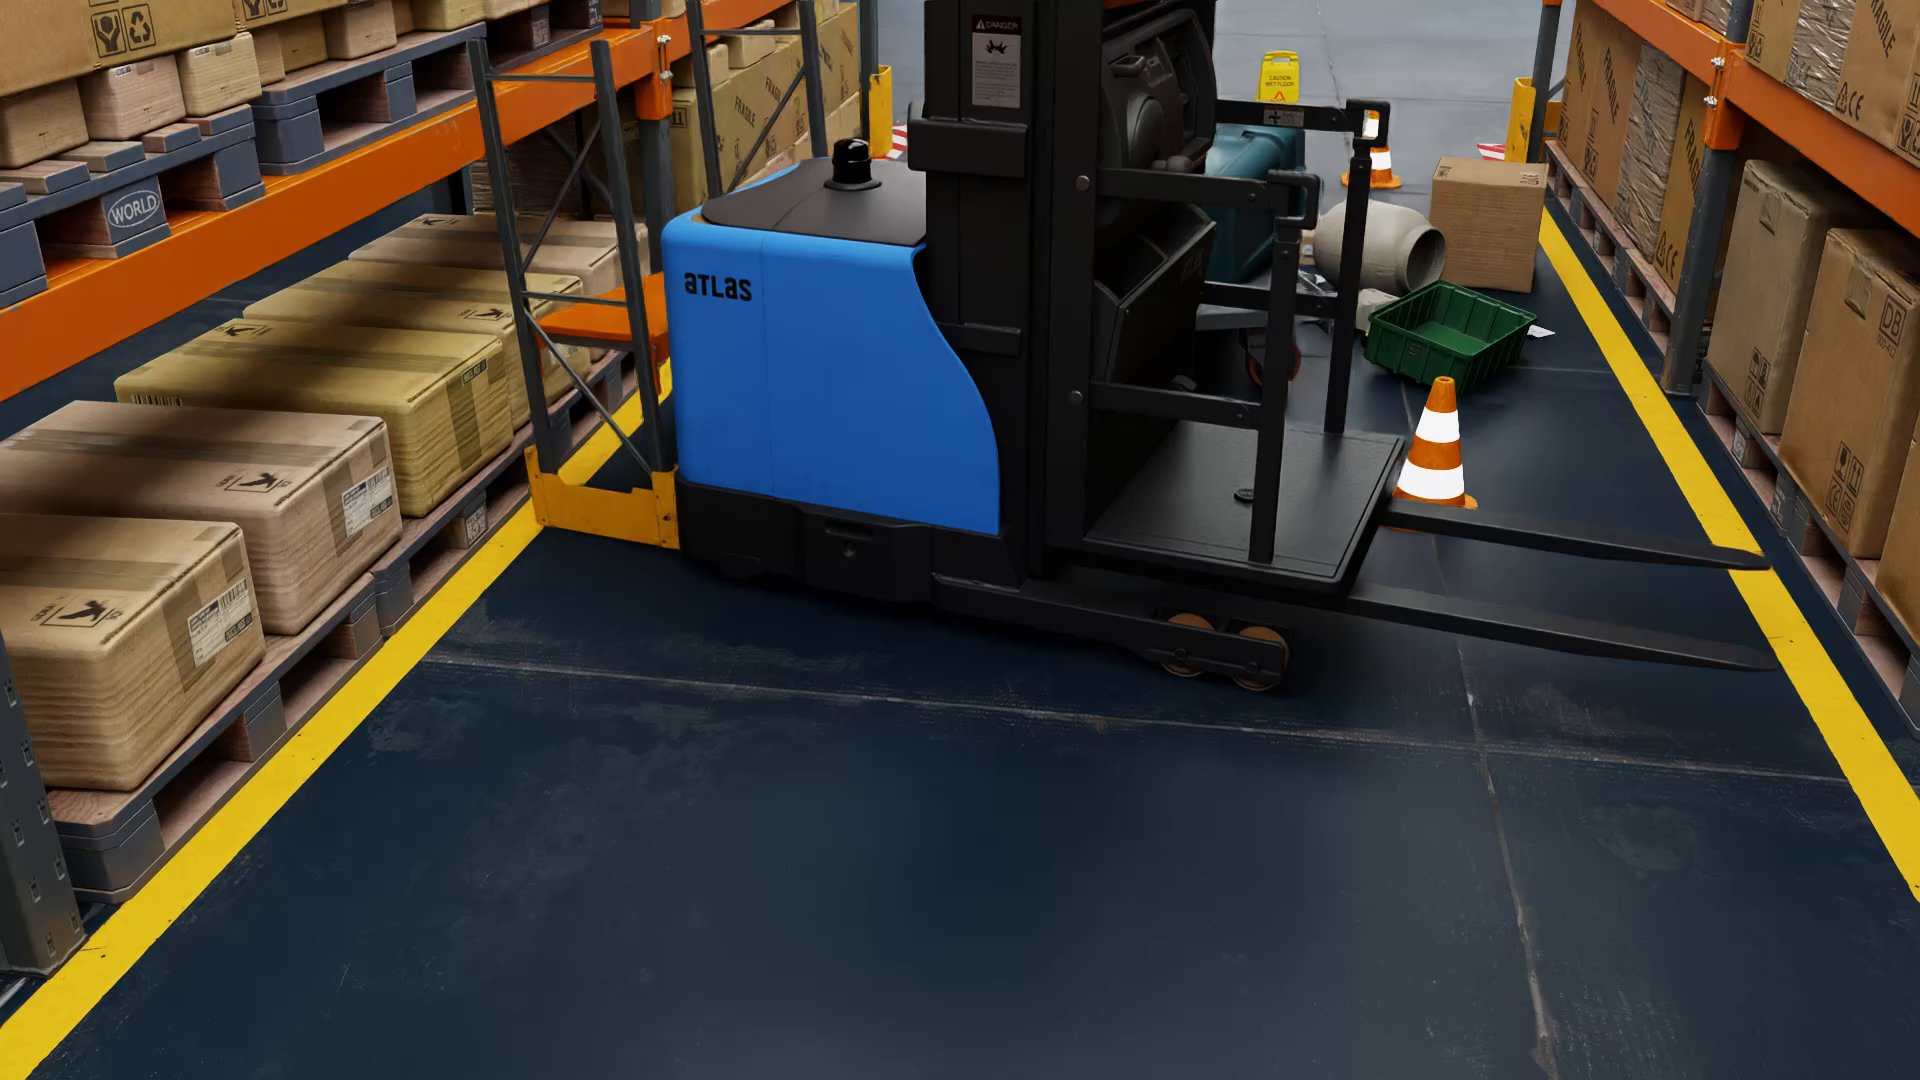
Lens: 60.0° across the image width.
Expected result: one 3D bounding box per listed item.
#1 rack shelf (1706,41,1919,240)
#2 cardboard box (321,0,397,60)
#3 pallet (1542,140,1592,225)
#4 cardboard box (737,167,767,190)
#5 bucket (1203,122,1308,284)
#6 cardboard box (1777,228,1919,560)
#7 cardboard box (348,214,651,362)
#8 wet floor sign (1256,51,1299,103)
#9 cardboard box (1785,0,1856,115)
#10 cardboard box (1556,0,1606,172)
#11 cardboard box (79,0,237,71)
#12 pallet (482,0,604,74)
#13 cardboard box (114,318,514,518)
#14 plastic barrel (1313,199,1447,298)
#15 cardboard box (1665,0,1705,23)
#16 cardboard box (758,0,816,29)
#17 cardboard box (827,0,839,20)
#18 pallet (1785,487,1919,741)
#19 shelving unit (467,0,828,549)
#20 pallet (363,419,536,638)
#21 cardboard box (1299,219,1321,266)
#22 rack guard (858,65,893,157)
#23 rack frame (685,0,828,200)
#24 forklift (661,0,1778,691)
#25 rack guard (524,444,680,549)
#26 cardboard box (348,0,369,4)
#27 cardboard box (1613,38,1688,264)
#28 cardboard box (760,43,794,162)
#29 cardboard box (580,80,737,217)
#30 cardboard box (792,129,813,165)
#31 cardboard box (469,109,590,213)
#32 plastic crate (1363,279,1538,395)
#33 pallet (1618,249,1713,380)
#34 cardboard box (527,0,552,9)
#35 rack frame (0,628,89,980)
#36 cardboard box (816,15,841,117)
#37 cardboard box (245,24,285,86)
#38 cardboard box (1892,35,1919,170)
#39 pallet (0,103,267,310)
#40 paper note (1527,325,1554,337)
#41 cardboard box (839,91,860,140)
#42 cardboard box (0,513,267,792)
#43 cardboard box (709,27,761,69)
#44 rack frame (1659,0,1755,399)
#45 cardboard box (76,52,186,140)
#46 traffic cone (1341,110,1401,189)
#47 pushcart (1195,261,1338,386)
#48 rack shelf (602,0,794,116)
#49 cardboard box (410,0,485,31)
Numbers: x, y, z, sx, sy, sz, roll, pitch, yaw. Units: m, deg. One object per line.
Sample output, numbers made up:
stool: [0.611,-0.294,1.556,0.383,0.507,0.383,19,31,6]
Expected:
rack shelf: [2.908,-0.742,4.146,1.077,0.370,4.000,4,25,9]
cardboard box: [-1.770,-1.404,4.512,0.380,0.149,0.250,5,26,10]
pallet: [3.835,-1.974,9.219,1.003,0.211,1.213,4,25,9]
cardboard box: [-1.226,-1.602,7.882,0.500,0.250,0.500,5,26,11]
bucket: [0.983,-1.327,6.615,0.726,0.611,0.620,13,38,26]
cardboard box: [3.061,-0.407,4.739,1.050,0.750,0.750,4,25,9]
cardboard box: [-1.748,-0.986,6.421,0.950,0.372,0.625,4,25,9]
wet floor sign: [1.940,-2.660,10.172,0.267,0.644,0.232,0,25,-1]
cardboard box: [2.802,-1.537,4.878,0.500,0.500,0.500,4,25,9]
cardboard box: [3.843,-2.517,9.100,0.875,0.875,0.875,4,25,9]
cardboard box: [-1.939,-1.293,3.510,0.500,0.500,0.500,5,26,11]
pallet: [-1.933,-1.809,5.802,1.003,0.211,1.213,4,25,9]
cardboard box: [-1.974,-0.394,5.157,0.950,0.372,0.625,5,26,10]
plastic barrel: [1.907,-1.318,7.567,0.421,0.421,0.512,-20,32,-36]
cardboard box: [3.351,-2.359,6.574,0.875,0.550,0.550,4,25,9]
cardboard box: [-0.968,-2.730,8.642,0.380,0.149,0.250,5,26,11]
cardboard box: [-0.879,-2.945,9.102,0.380,0.149,0.250,5,26,10]
pallet: [2.986,0.198,4.577,1.003,0.211,1.213,4,25,9]
shelving unit: [-0.902,-0.899,5.357,0.587,1.500,1.083,9,26,28]
pallet: [-1.988,-0.105,5.224,1.003,0.211,1.213,4,25,9]
cardboard box: [1.699,-1.513,8.168,0.396,0.266,0.258,8,26,18]
rack guard: [-1.024,-2.714,10.459,1.175,0.500,0.348,4,25,9]
rack frame: [-0.651,-1.091,5.767,0.500,1.500,0.032,9,26,28]
forklift: [0.717,-1.184,4.323,3.031,2.935,1.130,10,27,20]
rack guard: [-1.105,-0.141,5.207,0.587,0.250,0.087,9,26,28]
cardboard box: [-1.769,-1.724,4.431,0.500,0.500,0.500,3,25,7]
cardboard box: [3.550,-1.768,7.499,0.875,0.875,0.875,4,25,9]
cardboard box: [-1.140,-2.159,8.188,0.500,0.500,0.500,5,26,11]
cardboard box: [-1.302,-1.718,7.245,0.500,0.500,0.500,5,26,11]
cardboard box: [-1.051,-2.031,8.798,0.500,0.250,0.500,3,25,7]
cardboard box: [-1.833,-1.756,7.326,0.500,0.500,0.500,4,25,8]
plastic crate: [1.971,-0.820,6.713,0.450,0.188,0.662,29,36,30]
pallet: [3.436,-0.954,7.039,1.003,0.211,1.213,4,25,9]
cardboard box: [-1.544,-1.828,5.417,0.380,0.149,0.250,4,25,8]
rack frame: [-2.319,-0.532,2.848,1.000,3.000,0.127,4,25,9]
cardboard box: [-0.967,-2.591,9.110,0.500,0.500,0.500,5,26,10]
cardboard box: [-1.885,-1.178,4.030,0.380,0.149,0.250,6,26,12]
cardboard box: [2.634,-1.116,3.978,0.500,0.500,0.500,4,25,9]
pallet: [-2.307,-0.751,3.542,1.213,0.211,1.003,4,25,9]
paper note: [2.451,-0.904,7.144,0.147,0.020,0.142,-14,29,-27]
cardboard box: [-0.882,-2.456,9.707,0.500,0.250,0.500,4,25,8]
cardboard box: [-2.217,0.232,3.820,0.950,0.372,0.625,2,25,5]
cardboard box: [-1.140,-2.275,7.669,0.380,0.149,0.250,5,26,11]
rack frame: [3.235,-1.904,5.780,1.000,3.000,0.127,4,25,9]
cardboard box: [-1.913,-0.959,3.561,0.380,0.149,0.250,2,25,5]
traffic cone: [2.401,-2.305,9.628,0.336,0.463,0.334,4,25,9]
pushcart: [0.592,-0.880,6.686,1.648,0.377,0.936,-5,25,-10]
rack shelf: [-1.338,-2.716,8.362,1.077,0.370,4.000,4,25,9]
cardboard box: [-1.658,-1.621,4.977,0.380,0.149,0.250,4,25,8]
